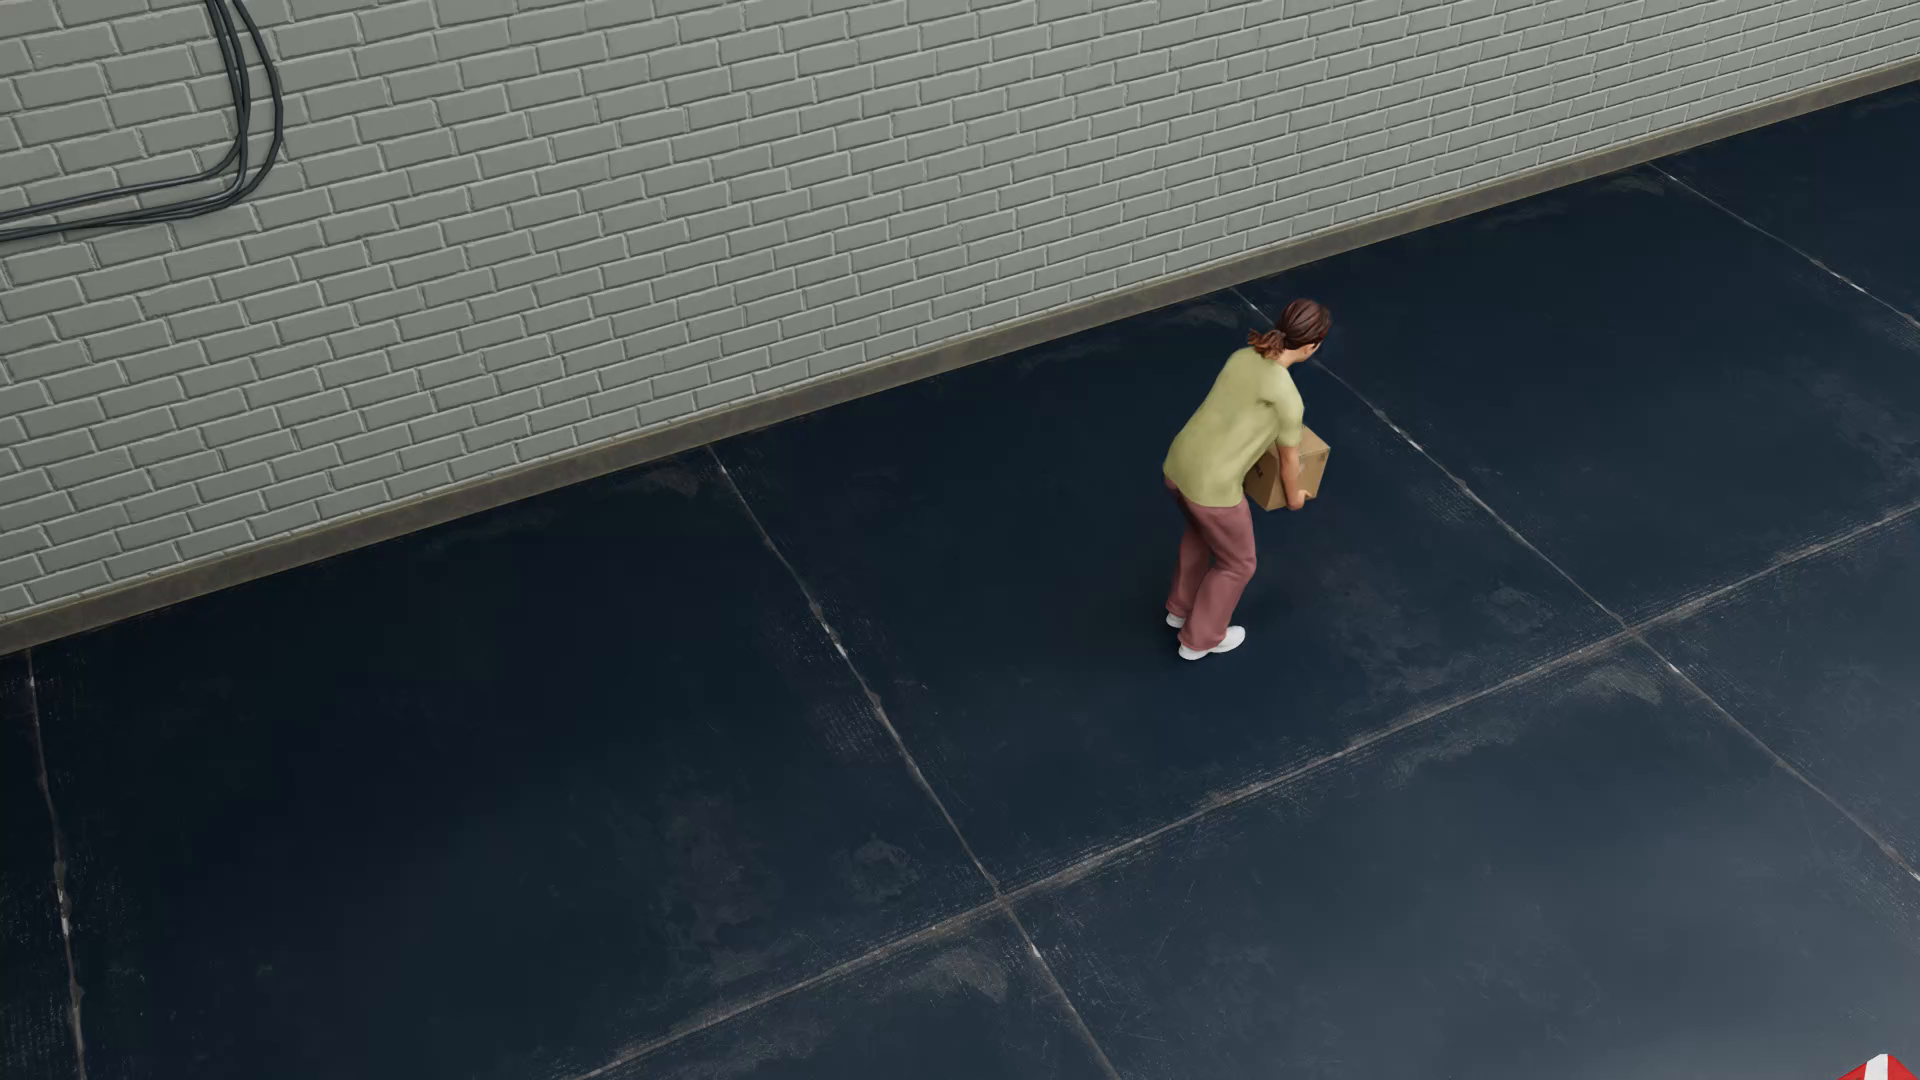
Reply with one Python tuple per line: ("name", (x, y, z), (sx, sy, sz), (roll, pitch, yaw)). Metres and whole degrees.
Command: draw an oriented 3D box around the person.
("person", (1.097, -0.232, 6.535), (0.636, 1.533, 0.411), (-20, 45, -21))
